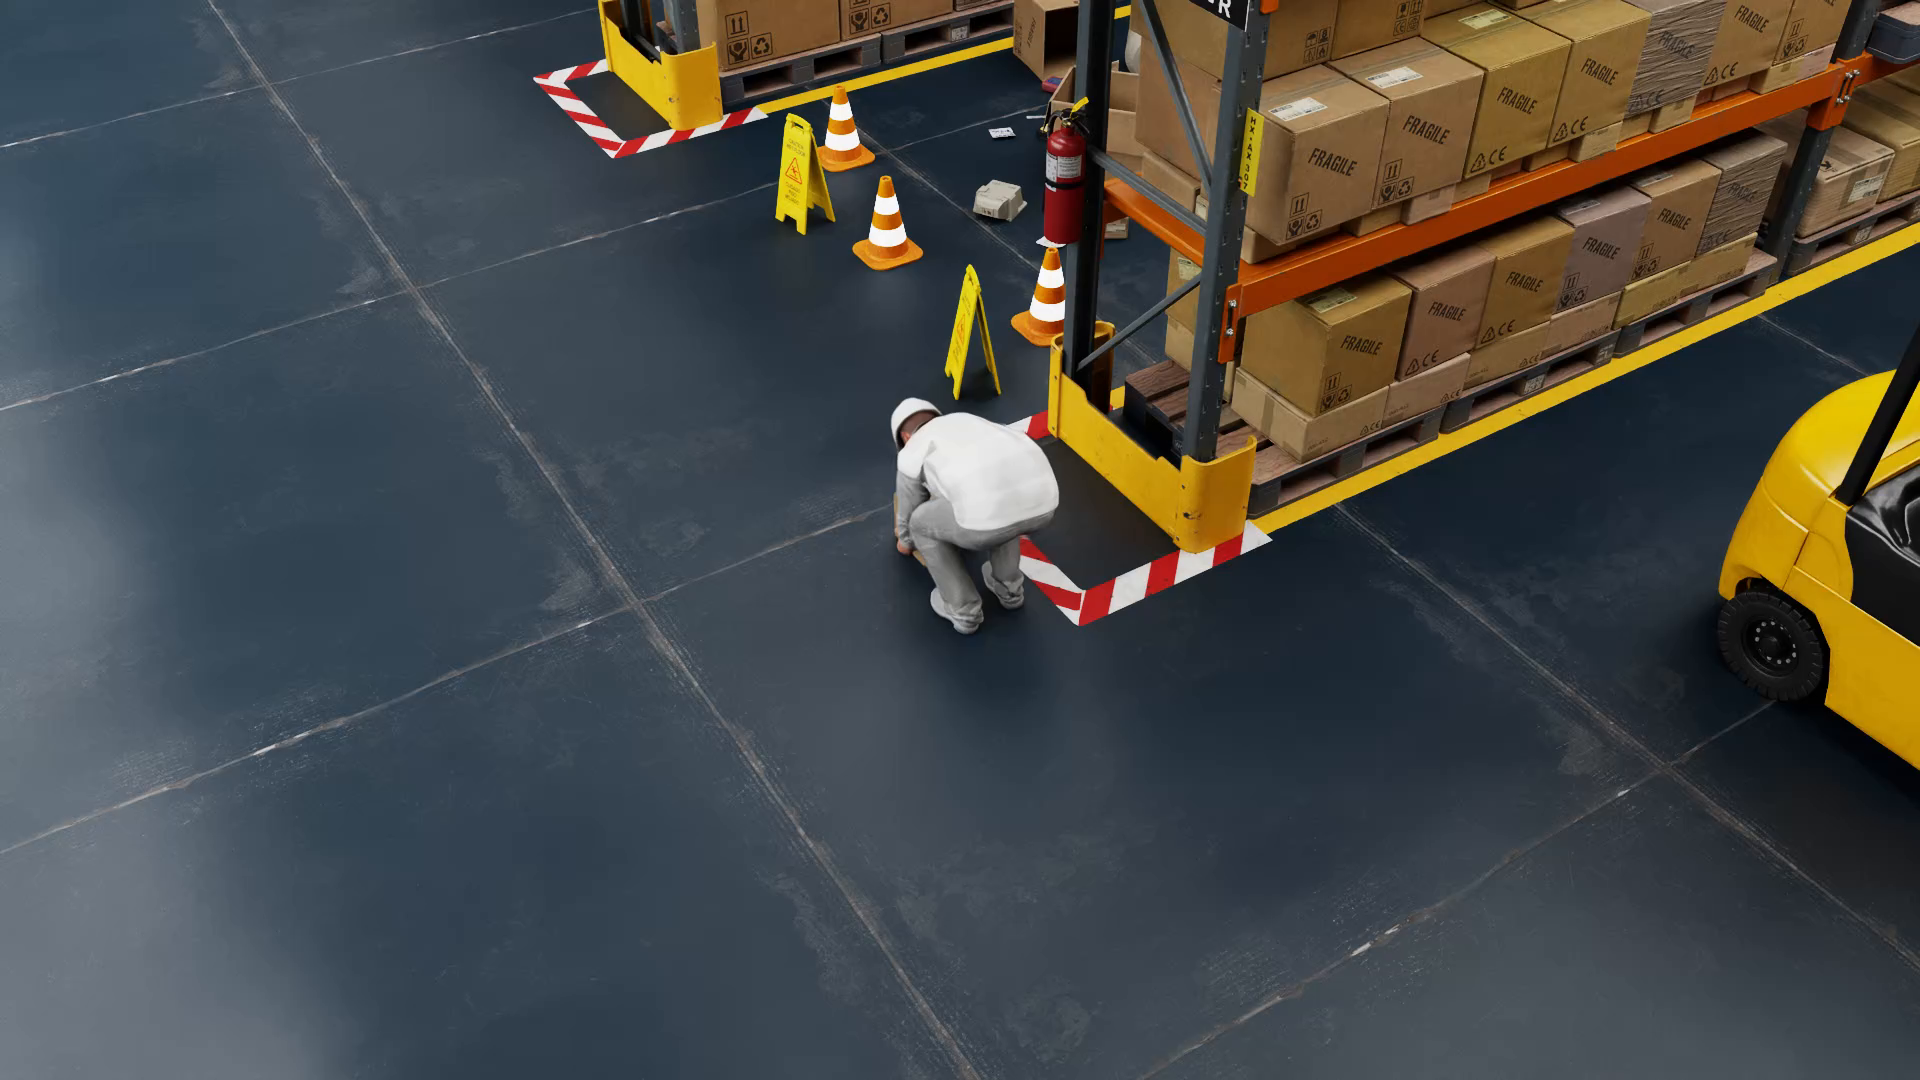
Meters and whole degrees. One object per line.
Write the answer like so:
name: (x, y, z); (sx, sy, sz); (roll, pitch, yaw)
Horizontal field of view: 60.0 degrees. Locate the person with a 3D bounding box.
person: (0.003, -0.160, 6.996); (0.511, 0.915, 1.000); (-20, 45, -22)
